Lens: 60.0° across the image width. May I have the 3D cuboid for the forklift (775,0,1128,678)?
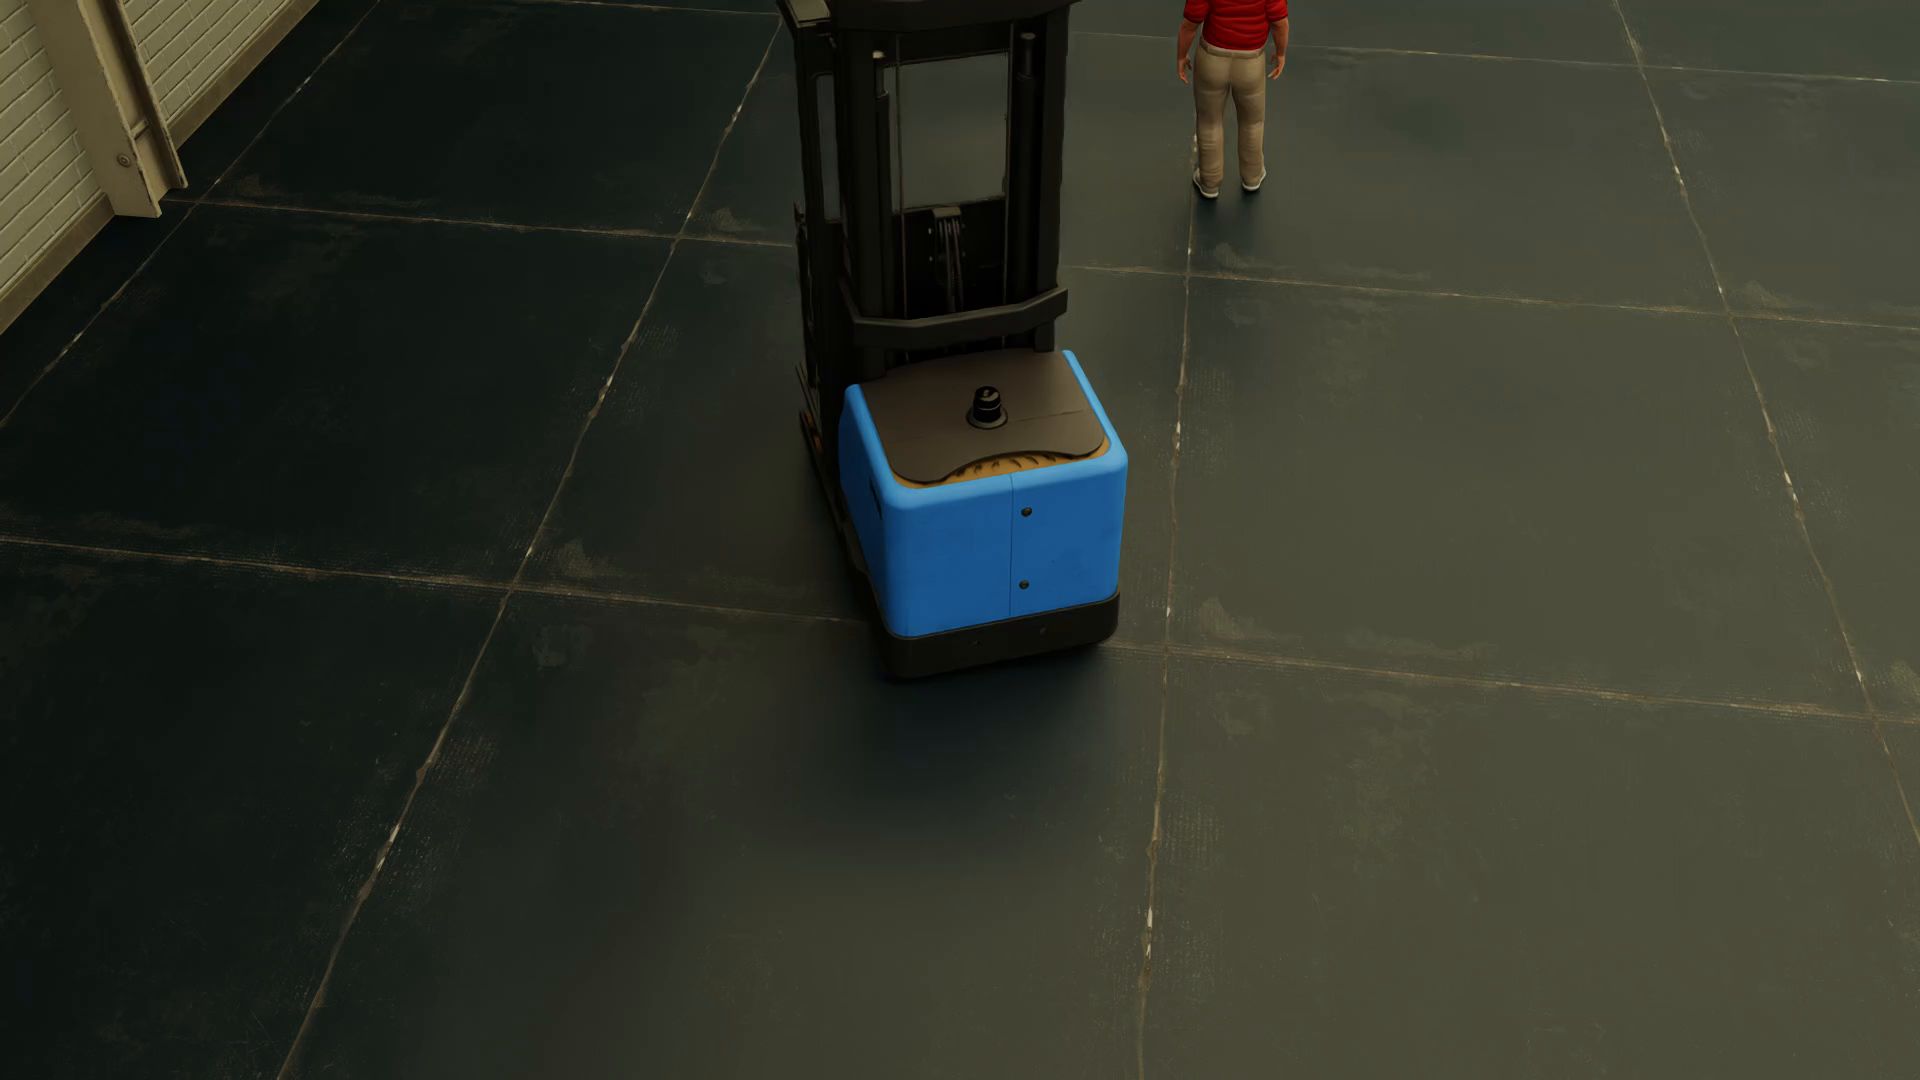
[{"bbox_3d":[-0.182,-1.498,7.355,1.130,2.935,3.031,-10,44,-11],"label":"forklift"}]

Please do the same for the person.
[{"bbox_3d":[1.571,-2.810,9.662,0.637,1.727,0.550,3,43,4],"label":"person"}]
